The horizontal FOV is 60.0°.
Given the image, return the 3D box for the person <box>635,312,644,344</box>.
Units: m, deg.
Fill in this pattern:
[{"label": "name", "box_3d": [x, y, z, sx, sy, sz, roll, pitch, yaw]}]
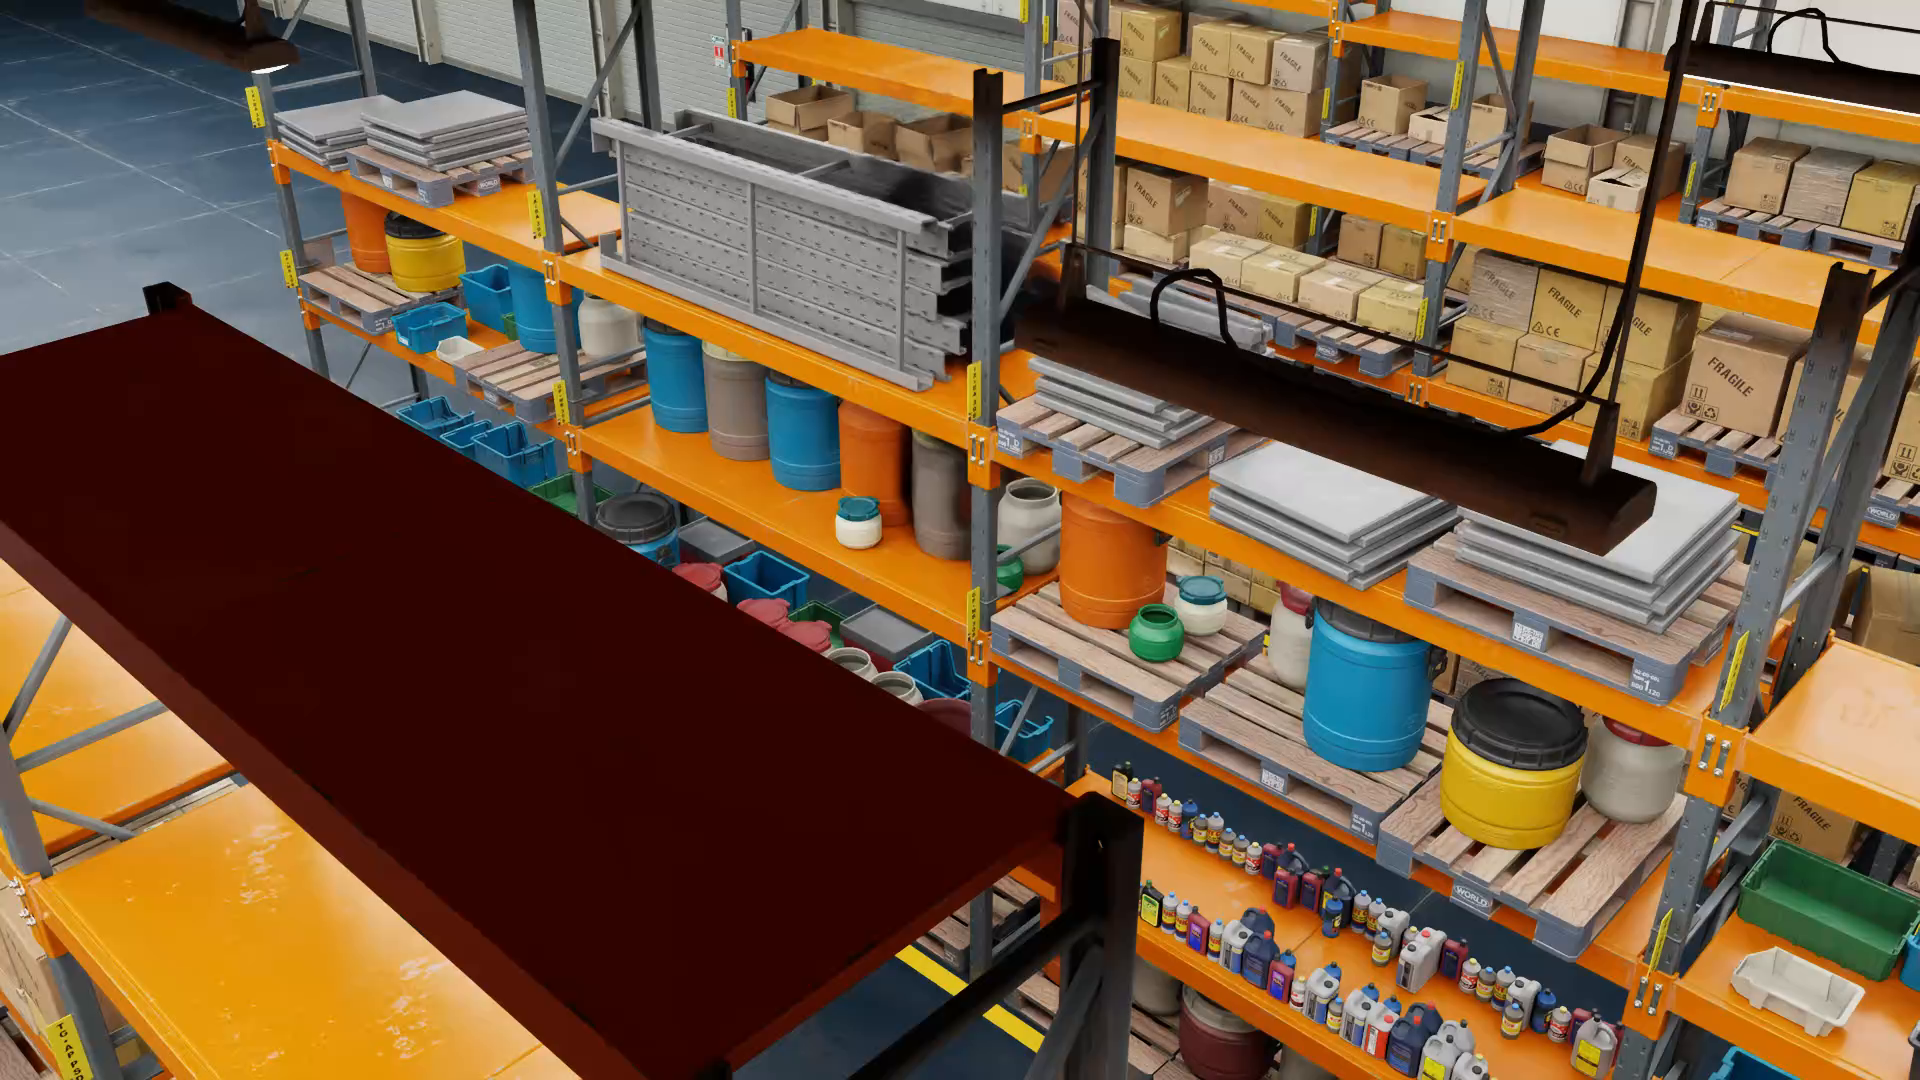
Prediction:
[{"label": "person", "box_3d": [-3.722, -2.833, 19.565, 0.789, 1.820, 0.677, -8, 30, -14]}]
